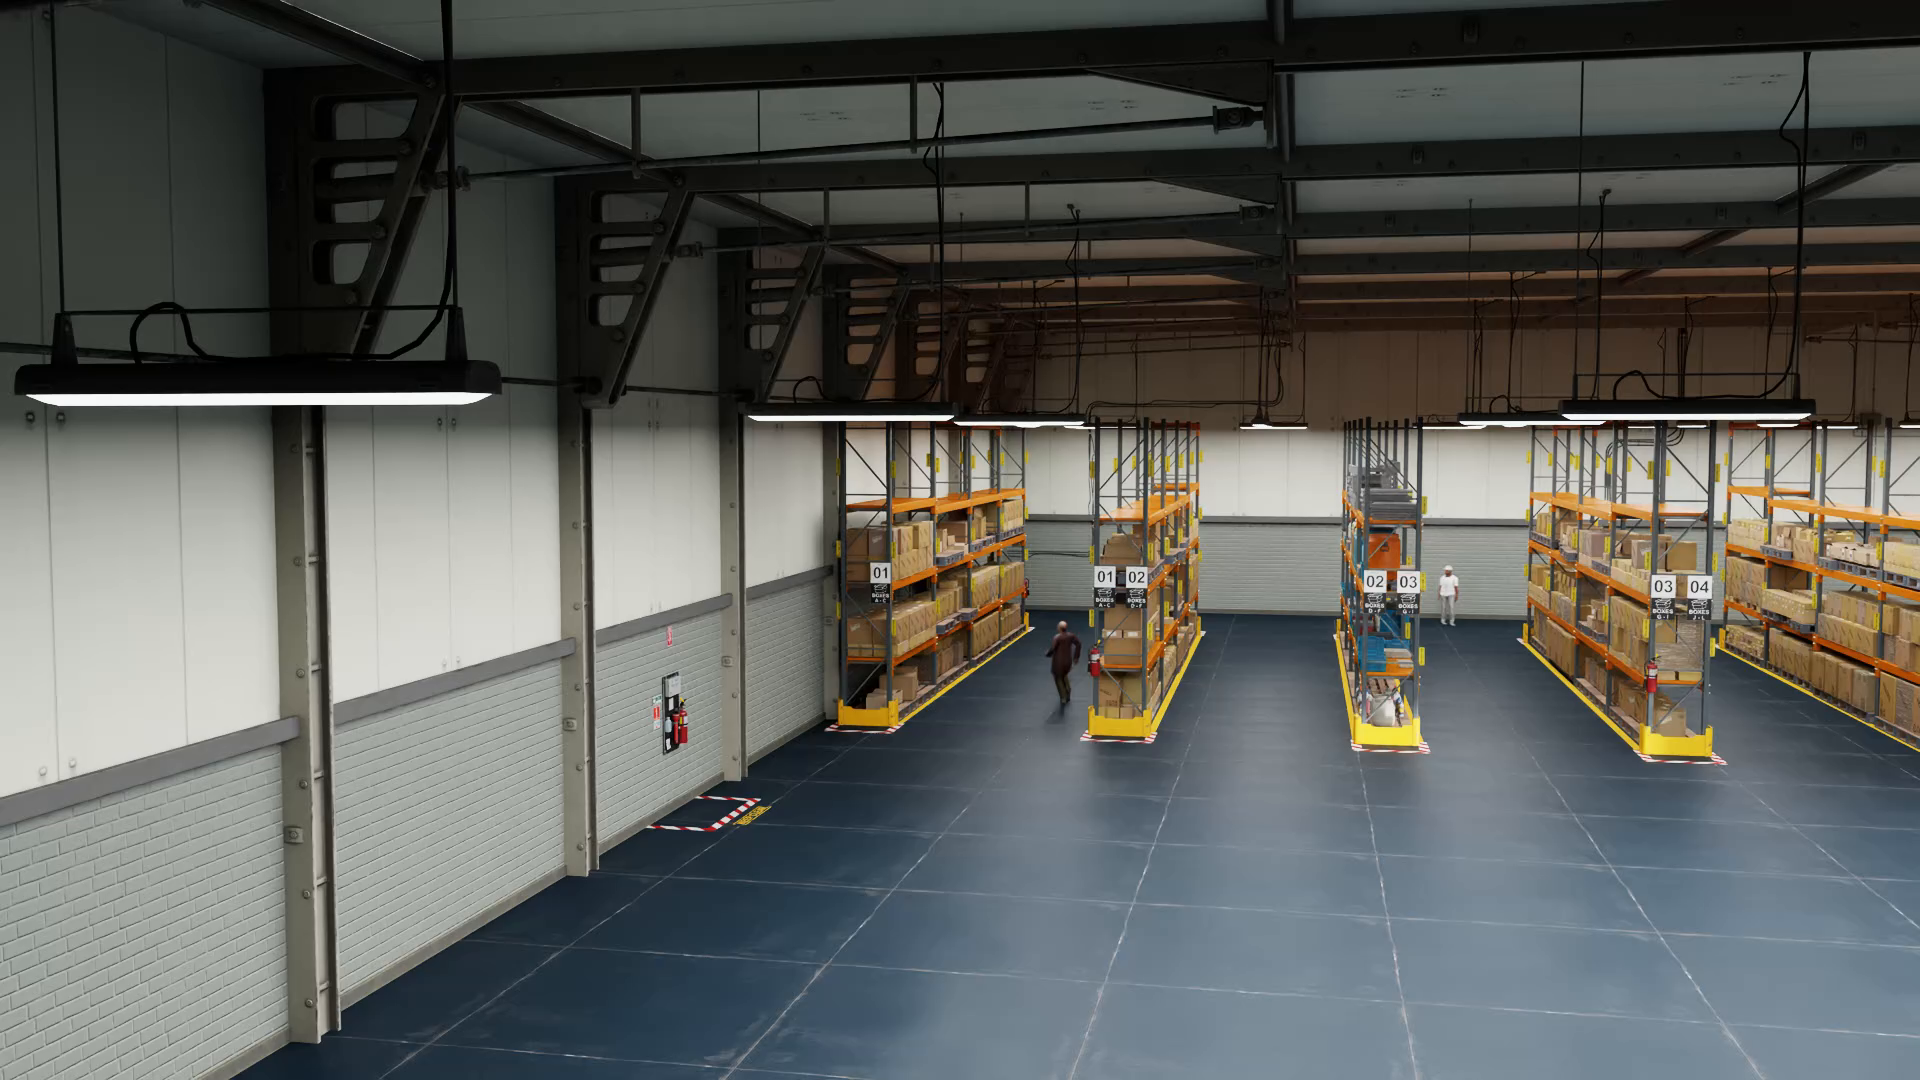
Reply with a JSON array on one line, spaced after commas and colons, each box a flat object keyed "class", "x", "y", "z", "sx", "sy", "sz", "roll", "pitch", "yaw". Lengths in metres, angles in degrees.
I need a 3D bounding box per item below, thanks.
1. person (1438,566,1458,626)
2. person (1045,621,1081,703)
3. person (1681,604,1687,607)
[{"class": "person", "x": 14.466, "y": 1.648, "z": 49.299, "sx": 0.569, "sy": 1.764, "sz": 0.605, "roll": 1, "pitch": 4, "yaw": 21}, {"class": "person", "x": 2.181, "y": 2.574, "z": 35.296, "sx": 0.737, "sy": 1.721, "sz": 0.571, "roll": -1, "pitch": 4, "yaw": -22}, {"class": "person", "x": 19.643, "y": 1.948, "z": 45.168, "sx": 0.719, "sy": 1.688, "sz": 0.564, "roll": -1, "pitch": 4, "yaw": -10}]
